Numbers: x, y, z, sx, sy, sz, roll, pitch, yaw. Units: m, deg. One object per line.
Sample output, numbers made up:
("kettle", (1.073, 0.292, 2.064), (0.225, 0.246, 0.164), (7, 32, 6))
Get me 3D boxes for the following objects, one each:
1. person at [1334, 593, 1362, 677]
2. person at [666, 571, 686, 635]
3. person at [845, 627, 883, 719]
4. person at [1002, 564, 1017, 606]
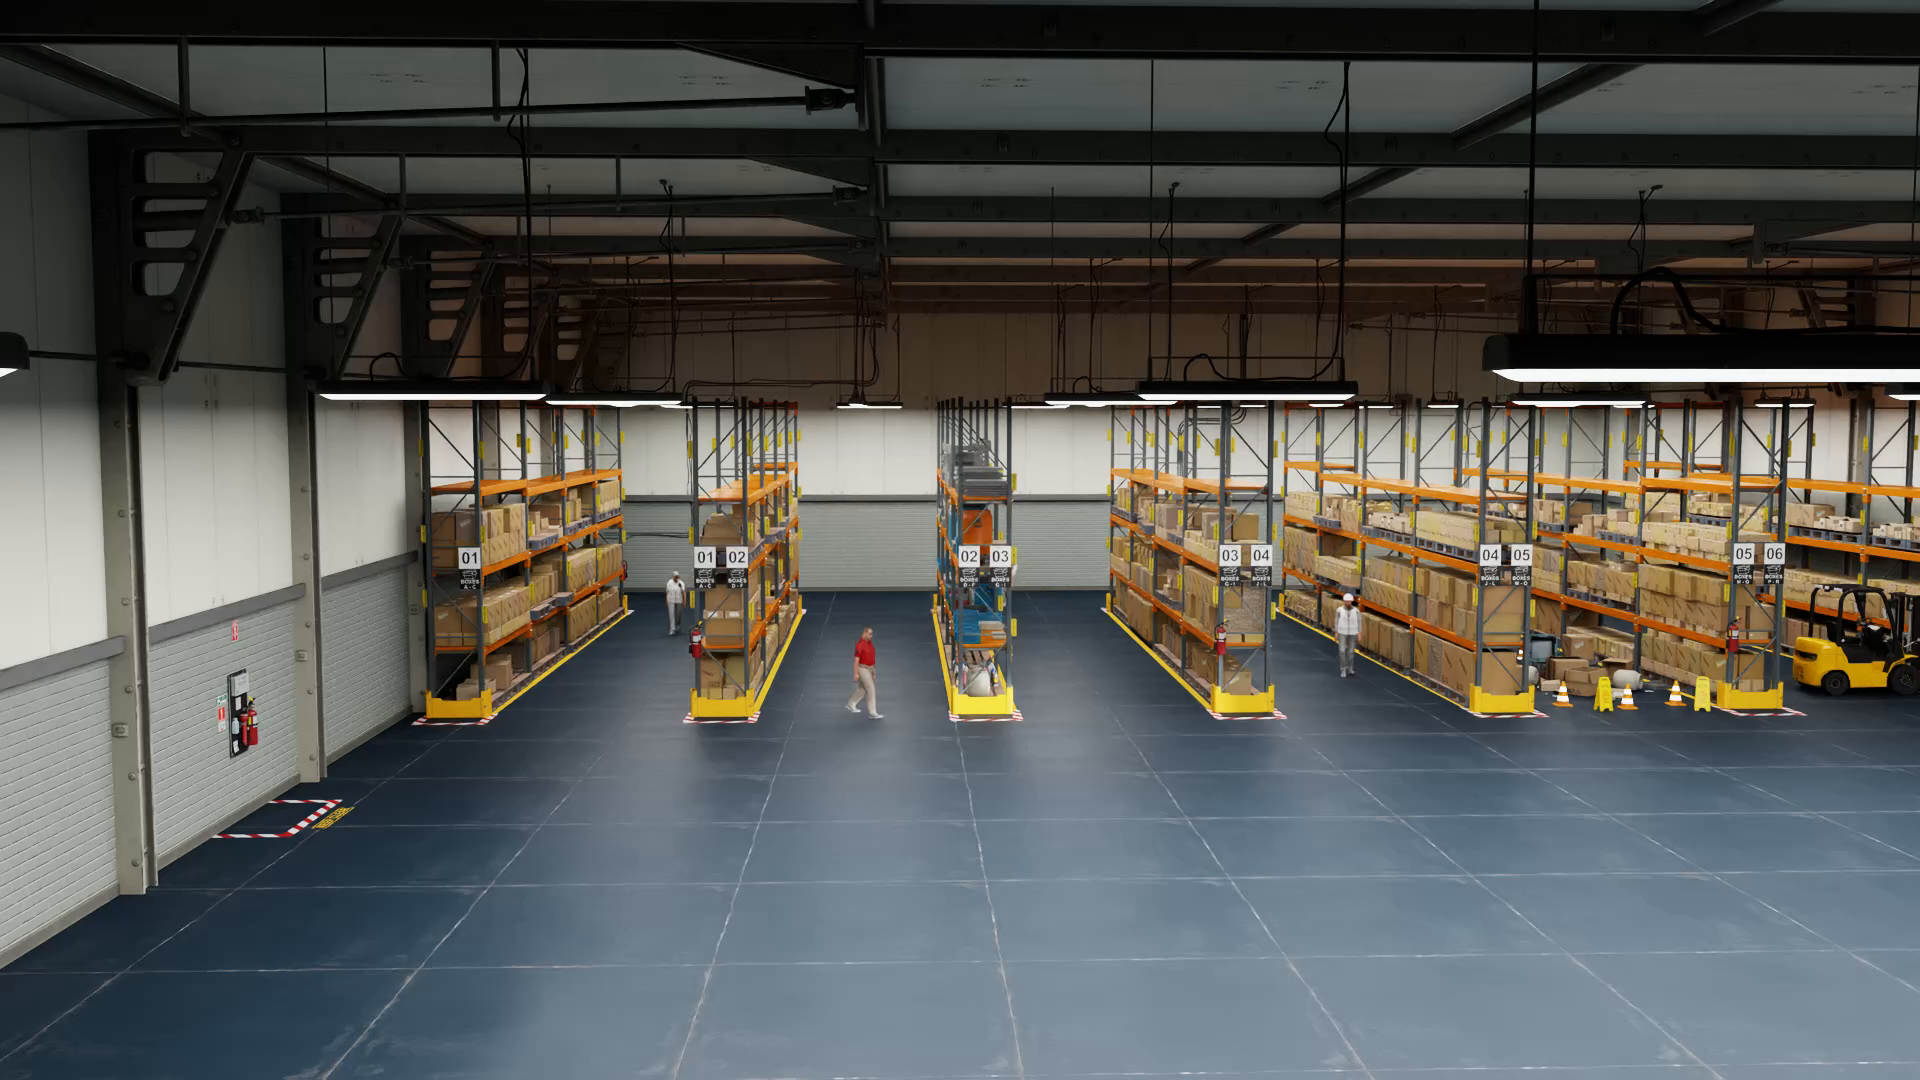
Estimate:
("person", (8.434, 2.064, 36.104), (0.578, 1.815, 0.573), (0, 4, 6))
("person", (-7.326, 1.598, 42.900), (0.514, 1.600, 1.064), (-1, 5, -12))
("person", (-1.798, 2.465, 31.226), (0.899, 1.685, 0.547), (1, 5, 18))
("person", (1.314, 1.116, 48.899), (0.743, 1.683, 0.661), (0, 4, 5))
